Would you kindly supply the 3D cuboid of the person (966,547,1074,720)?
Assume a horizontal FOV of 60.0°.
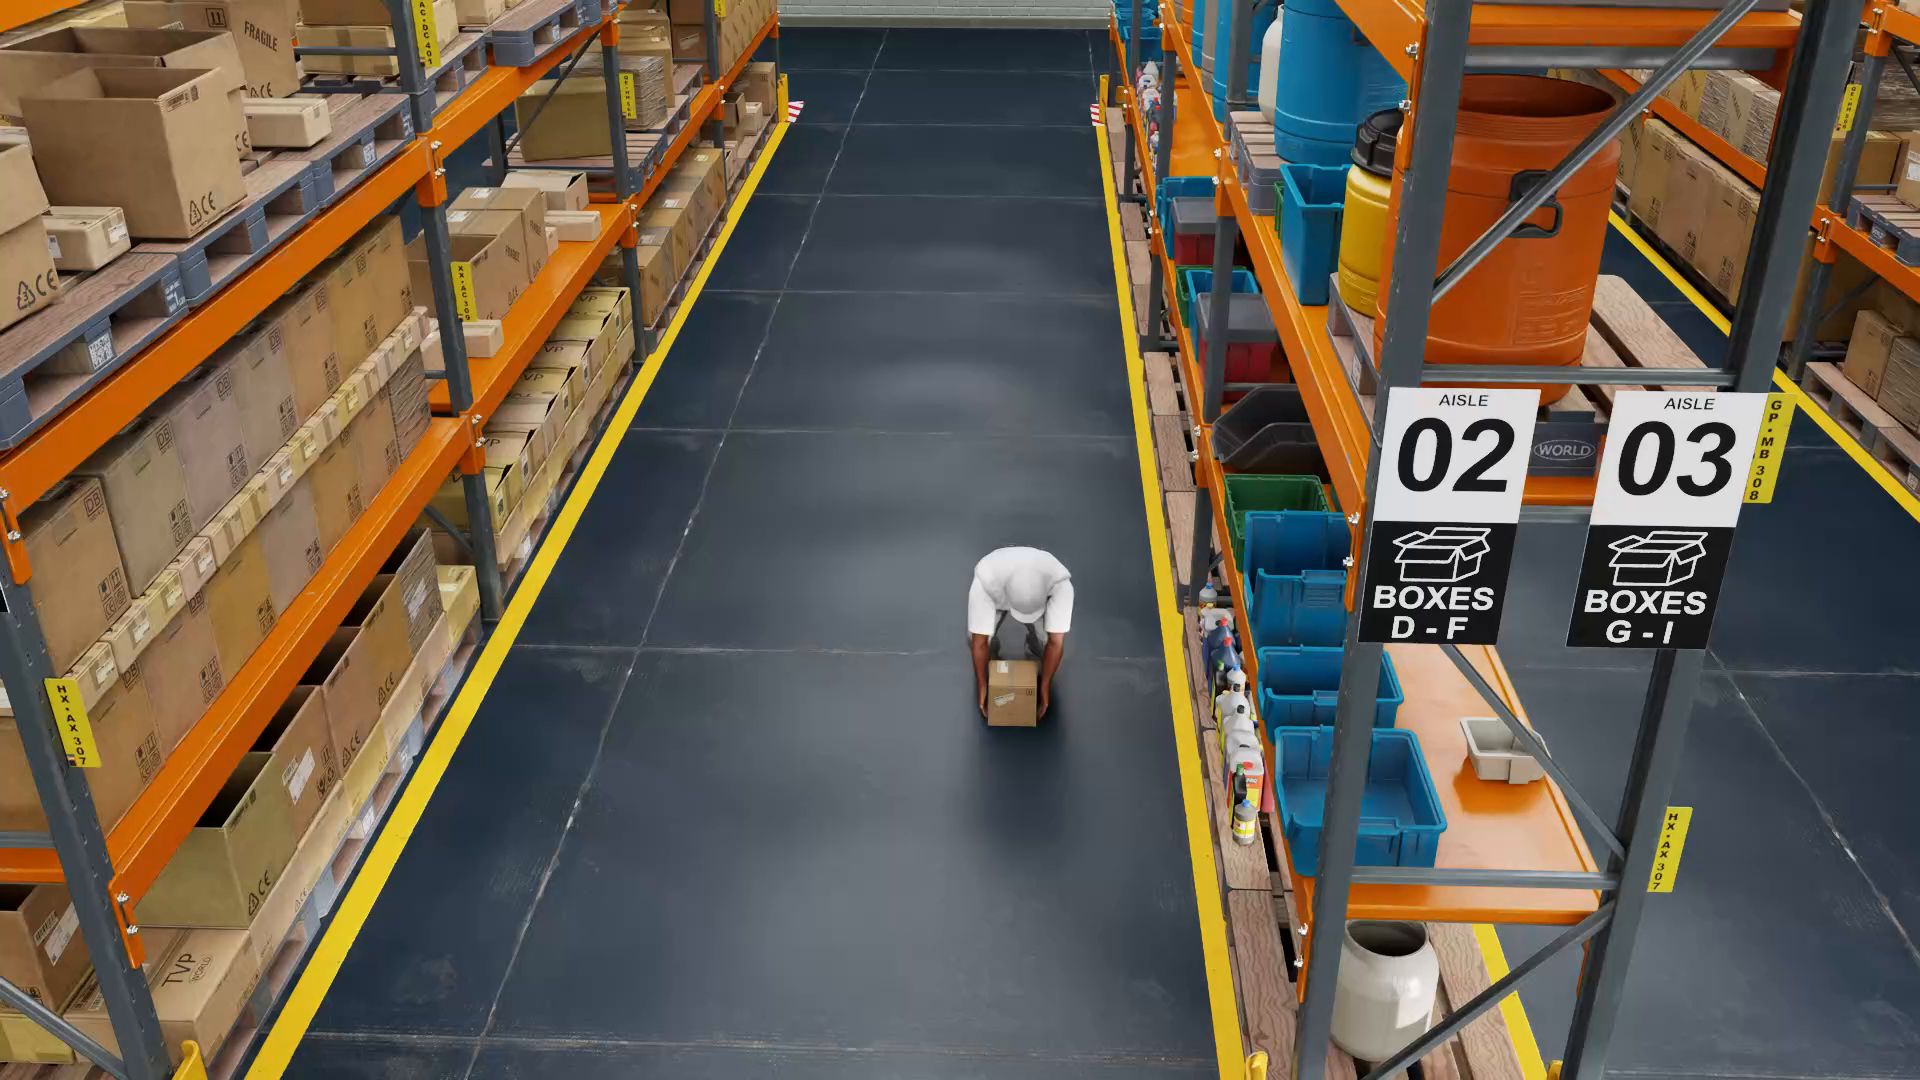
[{"bbox_3d":[0.317,0.381,8.859,0.562,0.890,0.898,1,28,2],"label":"person"}]
